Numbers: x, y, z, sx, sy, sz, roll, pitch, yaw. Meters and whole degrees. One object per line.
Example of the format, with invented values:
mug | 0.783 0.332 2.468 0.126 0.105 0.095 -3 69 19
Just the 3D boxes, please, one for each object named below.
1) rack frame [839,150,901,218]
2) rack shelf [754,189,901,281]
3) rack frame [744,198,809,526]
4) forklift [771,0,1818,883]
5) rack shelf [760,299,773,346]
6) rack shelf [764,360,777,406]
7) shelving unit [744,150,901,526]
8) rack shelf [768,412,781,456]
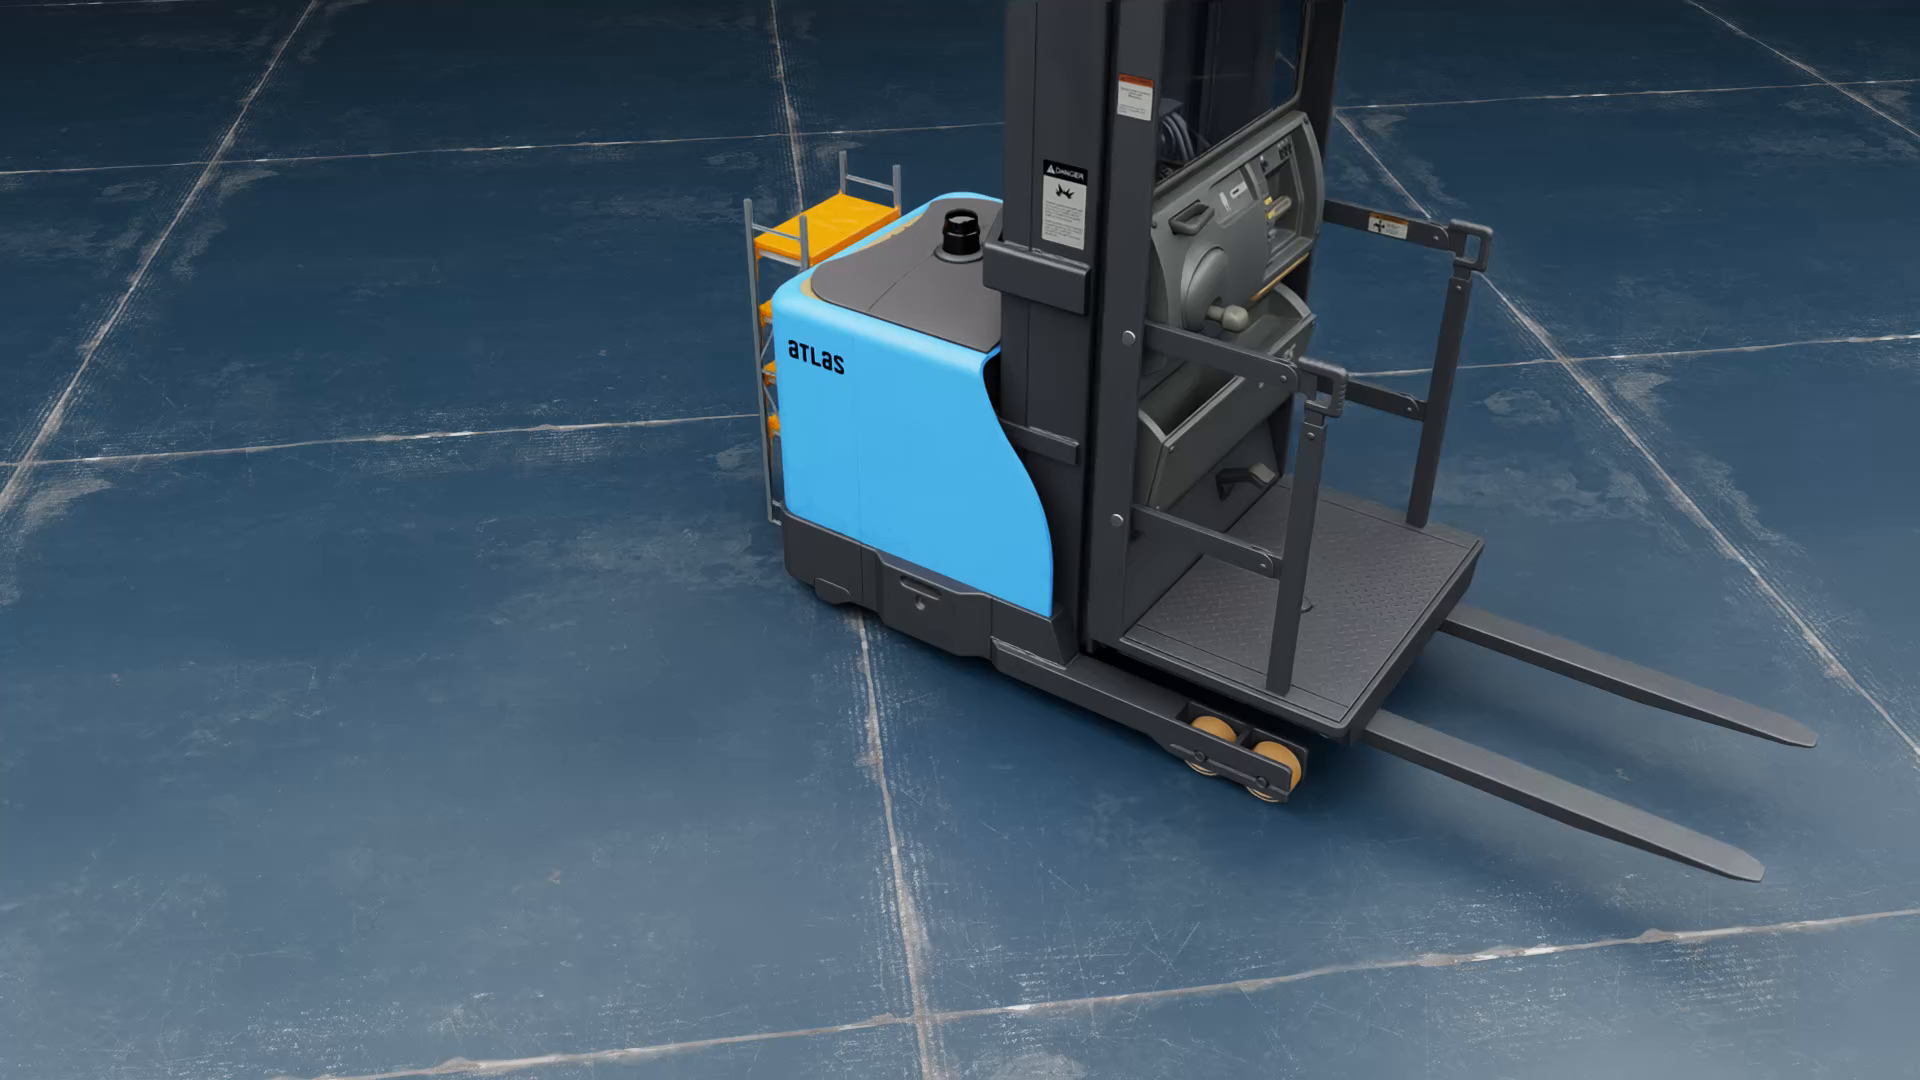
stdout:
rack frame | -0.297 -0.755 5.793 0.240 1.200 0.015 21 39 28
rack shelf | -0.434 -0.966 5.405 0.258 0.148 0.480 21 39 28
rack frame | -0.570 -0.528 5.459 0.240 1.200 0.015 21 39 28
forklift | 0.923 -0.819 4.349 3.031 2.935 1.130 21 40 28
rack shelf | -0.434 -0.771 5.538 0.258 0.148 0.480 21 39 28
rack shelf | -0.434 -0.586 5.664 0.258 0.148 0.480 21 39 28
shelving unit | -0.434 -0.641 5.626 0.258 1.200 0.503 21 39 28
rack shelf | -0.434 -0.422 5.776 0.258 0.148 0.480 21 39 28
